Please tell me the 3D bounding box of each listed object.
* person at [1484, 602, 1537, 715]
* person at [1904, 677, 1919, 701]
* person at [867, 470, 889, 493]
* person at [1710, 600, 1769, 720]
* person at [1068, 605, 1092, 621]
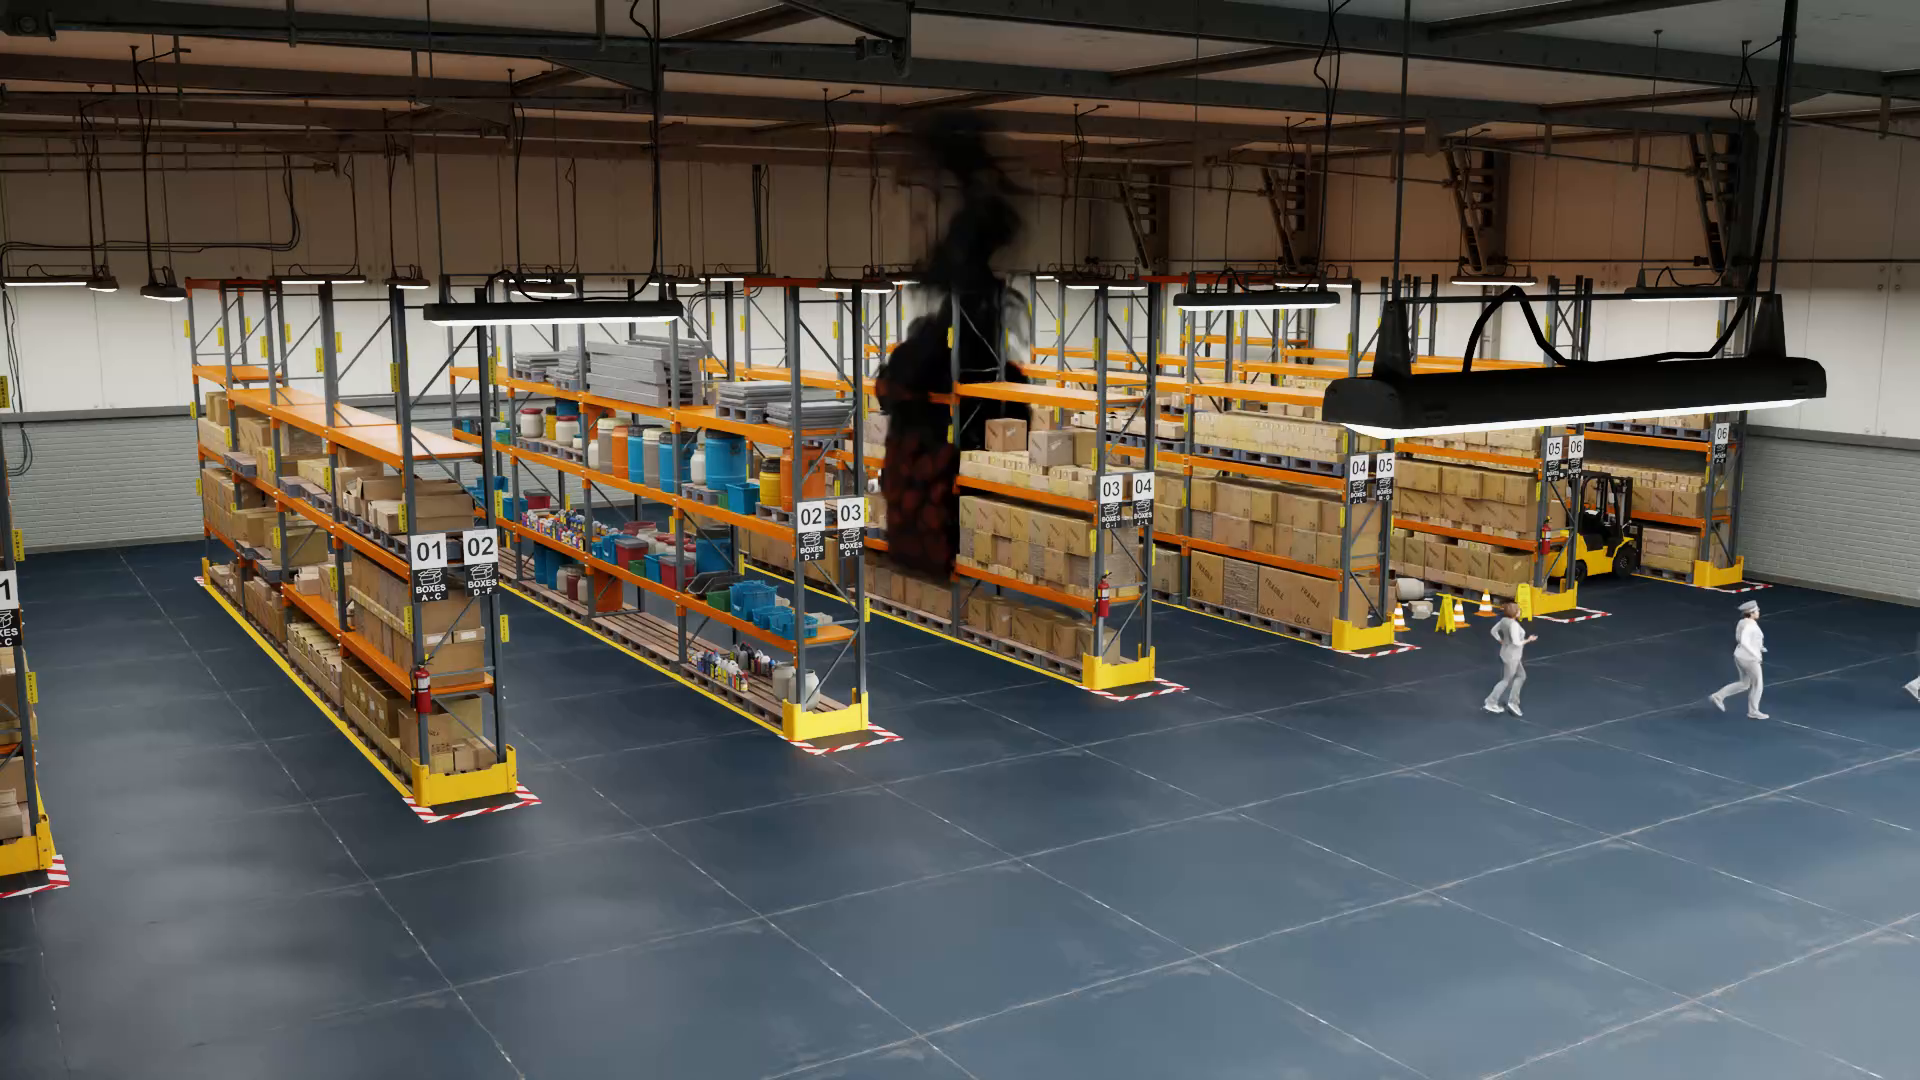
[{"bbox_3d":[7.700,1.676,23.244,0.663,1.639,0.514,1,10,6],"label":"person"},{"bbox_3d":[13.989,1.541,23.588,0.847,1.792,0.670,3,10,16],"label":"person"},{"bbox_3d":[-1.930,-0.778,37.667,0.728,1.741,1.043,-7,12,-34],"label":"person"},{"bbox_3d":[10.891,1.659,23.072,0.766,1.682,0.627,1,10,7],"label":"person"},{"bbox_3d":[2.172,0.558,29.716,0.759,1.729,0.579,9,13,43],"label":"person"}]
